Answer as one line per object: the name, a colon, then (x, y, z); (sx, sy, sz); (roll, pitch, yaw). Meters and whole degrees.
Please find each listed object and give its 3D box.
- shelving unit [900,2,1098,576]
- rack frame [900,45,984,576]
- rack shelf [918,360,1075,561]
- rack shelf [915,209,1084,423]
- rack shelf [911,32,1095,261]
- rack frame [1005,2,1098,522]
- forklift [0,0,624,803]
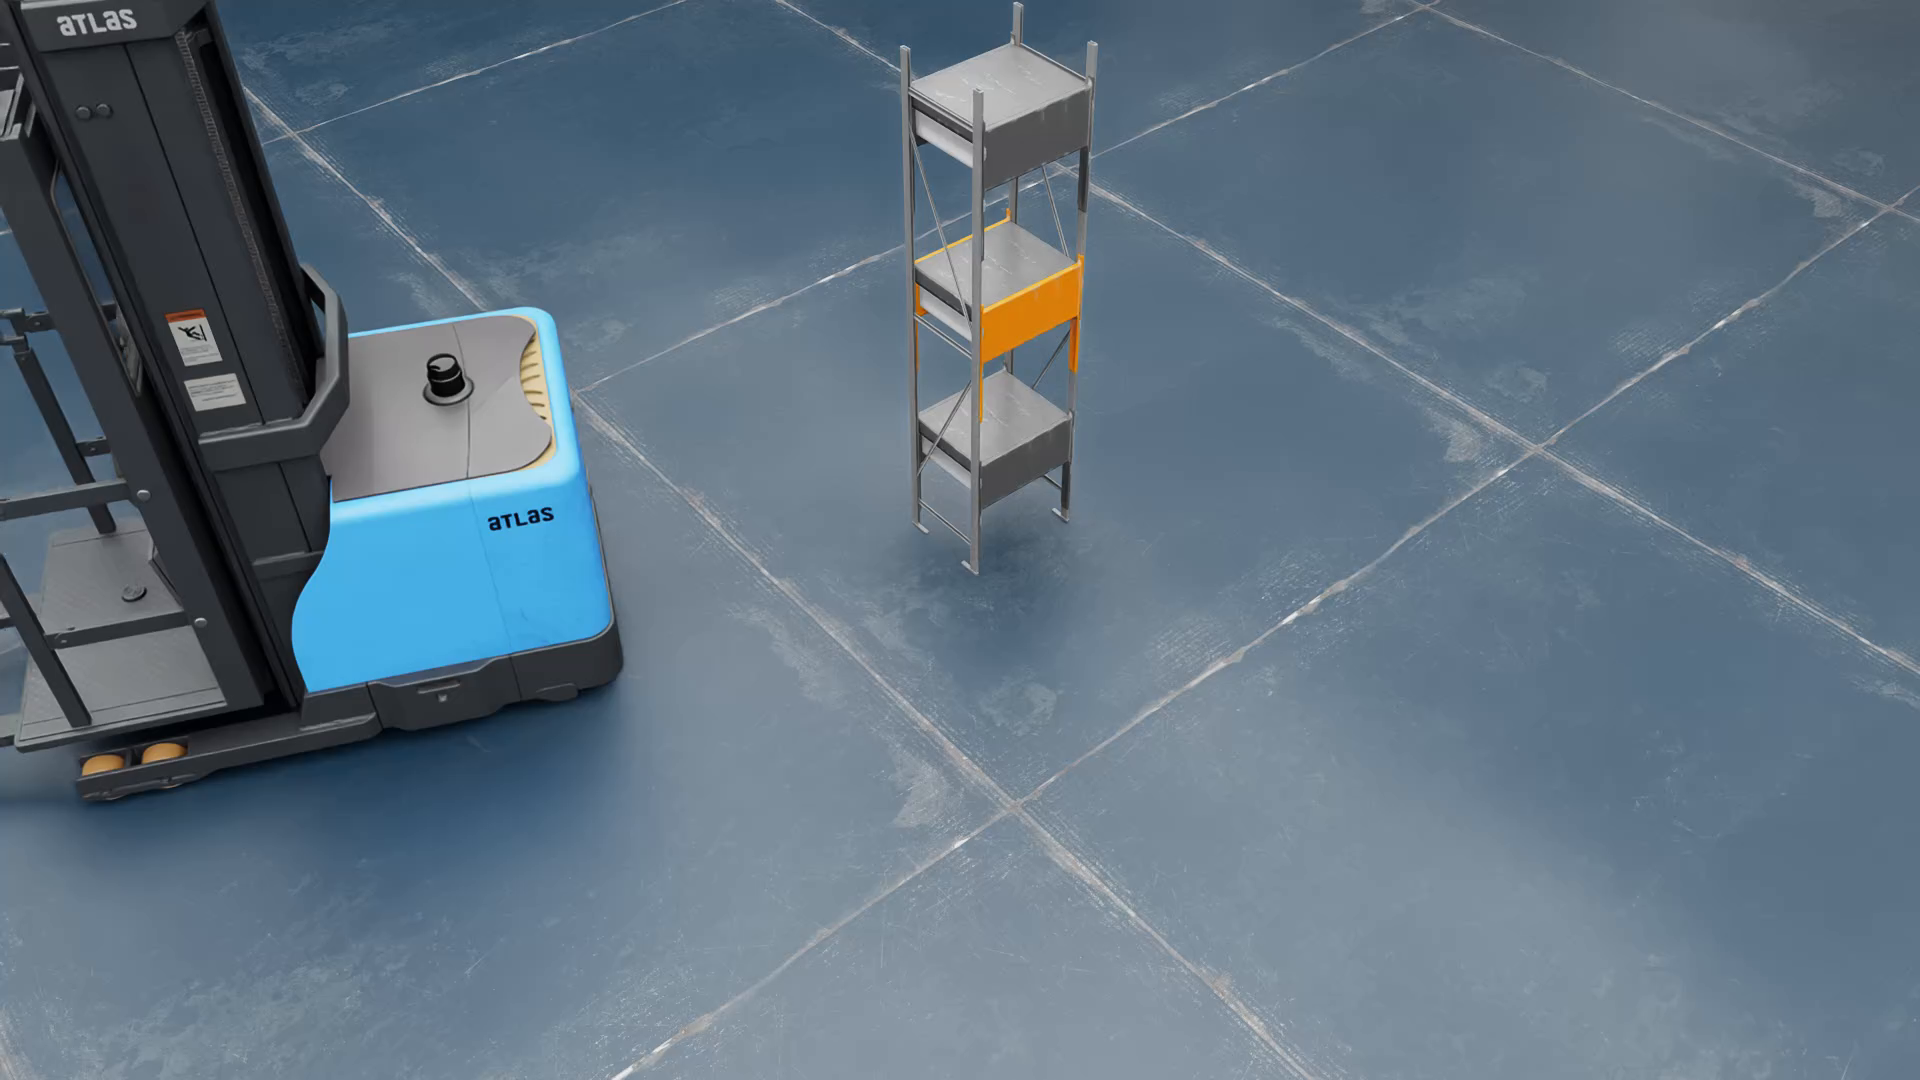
shelving unit: (0.127, -0.838, 6.109); (0.503, 2.100, 0.431); (-30, 51, -28)
rack frame: (-0.060, -0.731, 5.994); (0.015, 2.100, 0.400); (-30, 51, -28)
rack shelf: (0.127, -0.318, 6.597); (0.480, 0.518, 0.431); (-30, 51, -28)
rack shelf: (0.127, -0.828, 6.118); (0.480, 0.518, 0.431); (-30, 51, -28)
rack shelf: (0.127, -1.338, 5.639); (0.480, 0.518, 0.431); (-30, 51, -28)
rack frame: (0.314, -0.945, 6.223); (0.015, 2.100, 0.400); (-30, 51, -28)
forklift: (-2.820, -0.567, 5.213); (3.031, 2.935, 1.130); (-11, 44, -11)
